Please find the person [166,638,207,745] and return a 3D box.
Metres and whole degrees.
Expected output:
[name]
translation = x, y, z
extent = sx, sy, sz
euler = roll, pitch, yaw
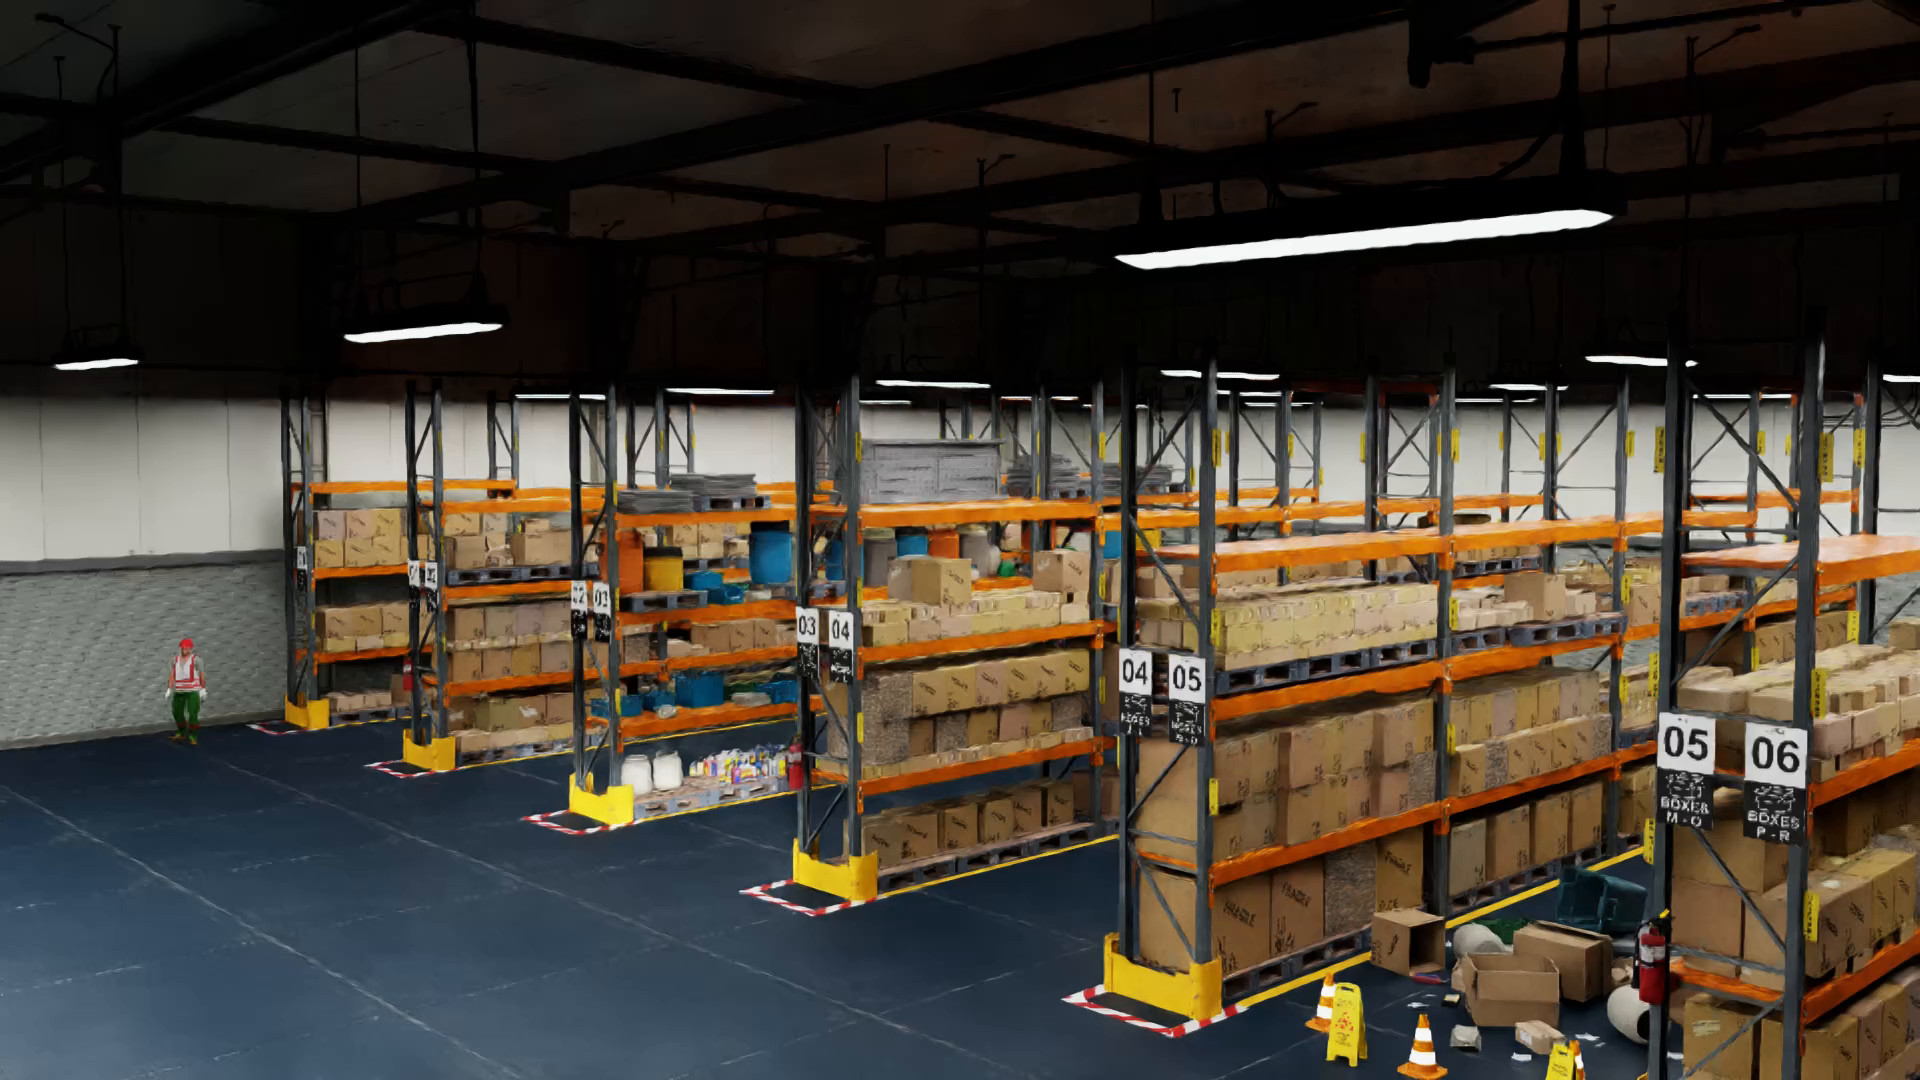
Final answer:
[person]
translation = -12.953, 2.508, 27.716
extent = 0.729, 1.784, 0.500
euler = 0, 4, 4
